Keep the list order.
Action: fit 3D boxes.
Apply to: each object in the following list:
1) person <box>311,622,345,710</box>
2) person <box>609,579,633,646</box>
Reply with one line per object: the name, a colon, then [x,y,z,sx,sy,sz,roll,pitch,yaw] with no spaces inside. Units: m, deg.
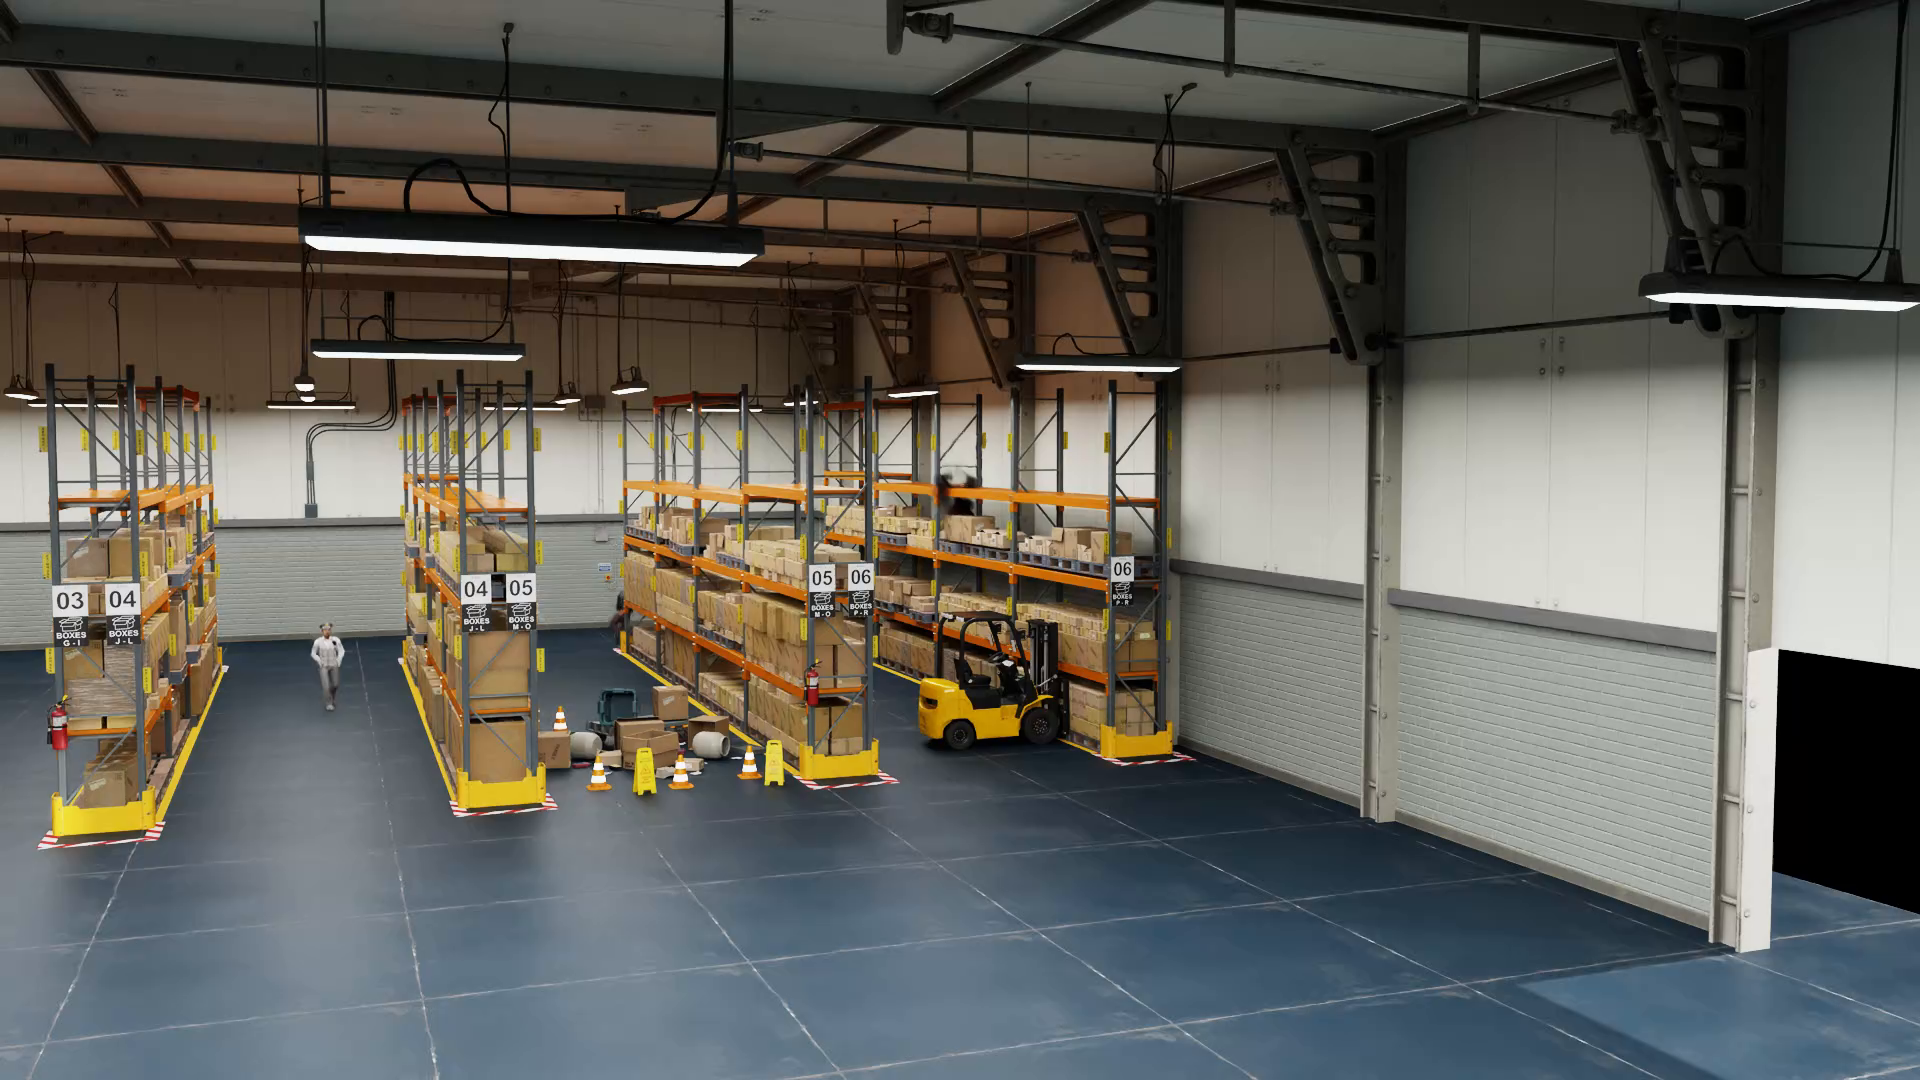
person: [-11.805,2.356,31.091,0.592,1.651,0.539,-2,4,-25]
person: [-8.332,1.781,40.971,0.616,1.709,0.703,0,3,5]
